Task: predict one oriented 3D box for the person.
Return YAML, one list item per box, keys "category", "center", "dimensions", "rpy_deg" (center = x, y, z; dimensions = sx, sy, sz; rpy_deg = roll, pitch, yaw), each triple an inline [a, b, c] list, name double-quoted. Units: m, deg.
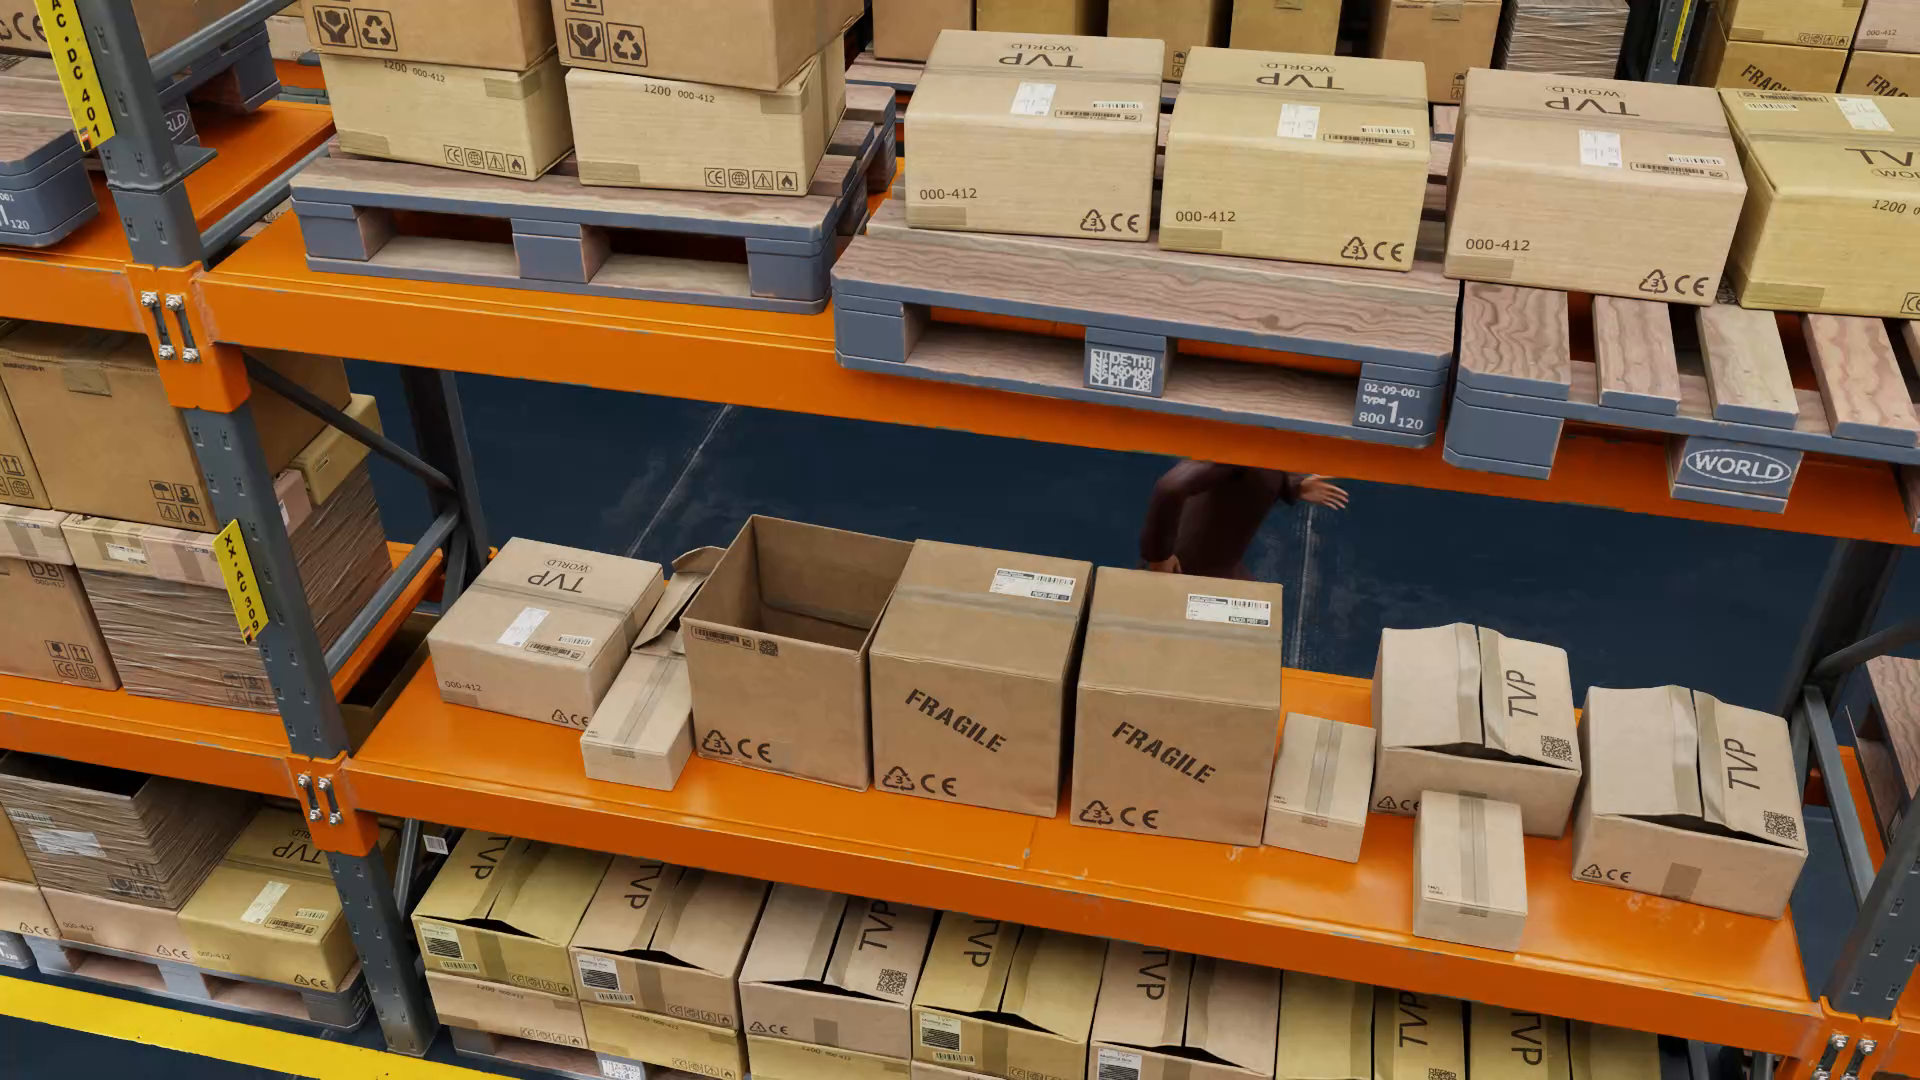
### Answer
- category: "person"
  center: [0.870, 0.065, 6.133]
  dimensions: [1.044, 1.722, 0.692]
  rpy_deg: [4, 36, 6]
